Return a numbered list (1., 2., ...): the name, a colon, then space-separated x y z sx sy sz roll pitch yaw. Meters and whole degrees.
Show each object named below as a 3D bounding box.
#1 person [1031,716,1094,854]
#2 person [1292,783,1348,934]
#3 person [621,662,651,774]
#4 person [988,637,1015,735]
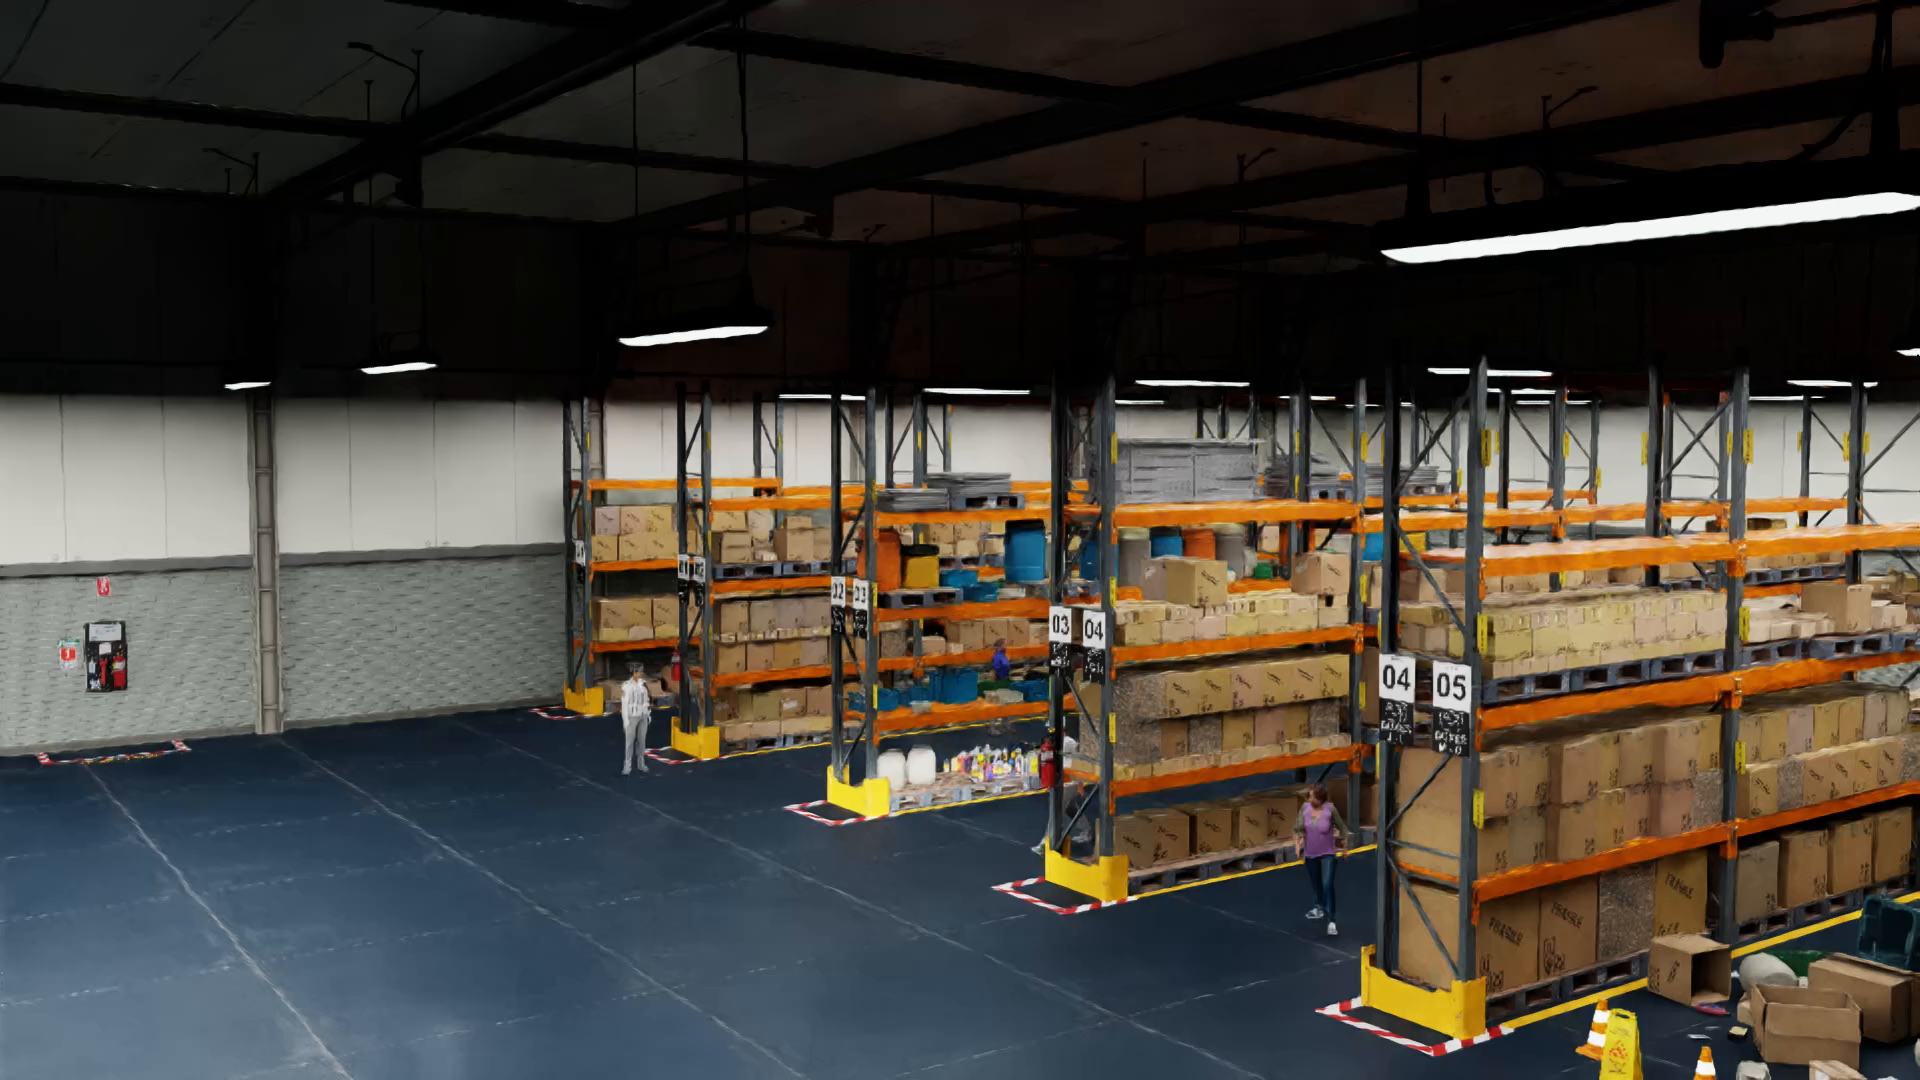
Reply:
1. person: 1.236 2.983 20.580 1.115 1.700 0.543 -2 4 -32
2. person: 3.782 3.281 17.356 0.573 1.520 0.755 3 4 35
3. person: -4.924 2.693 25.287 0.338 1.683 0.548 3 5 41
4. person: 0.727 2.491 28.536 0.415 1.661 0.499 2 4 24
